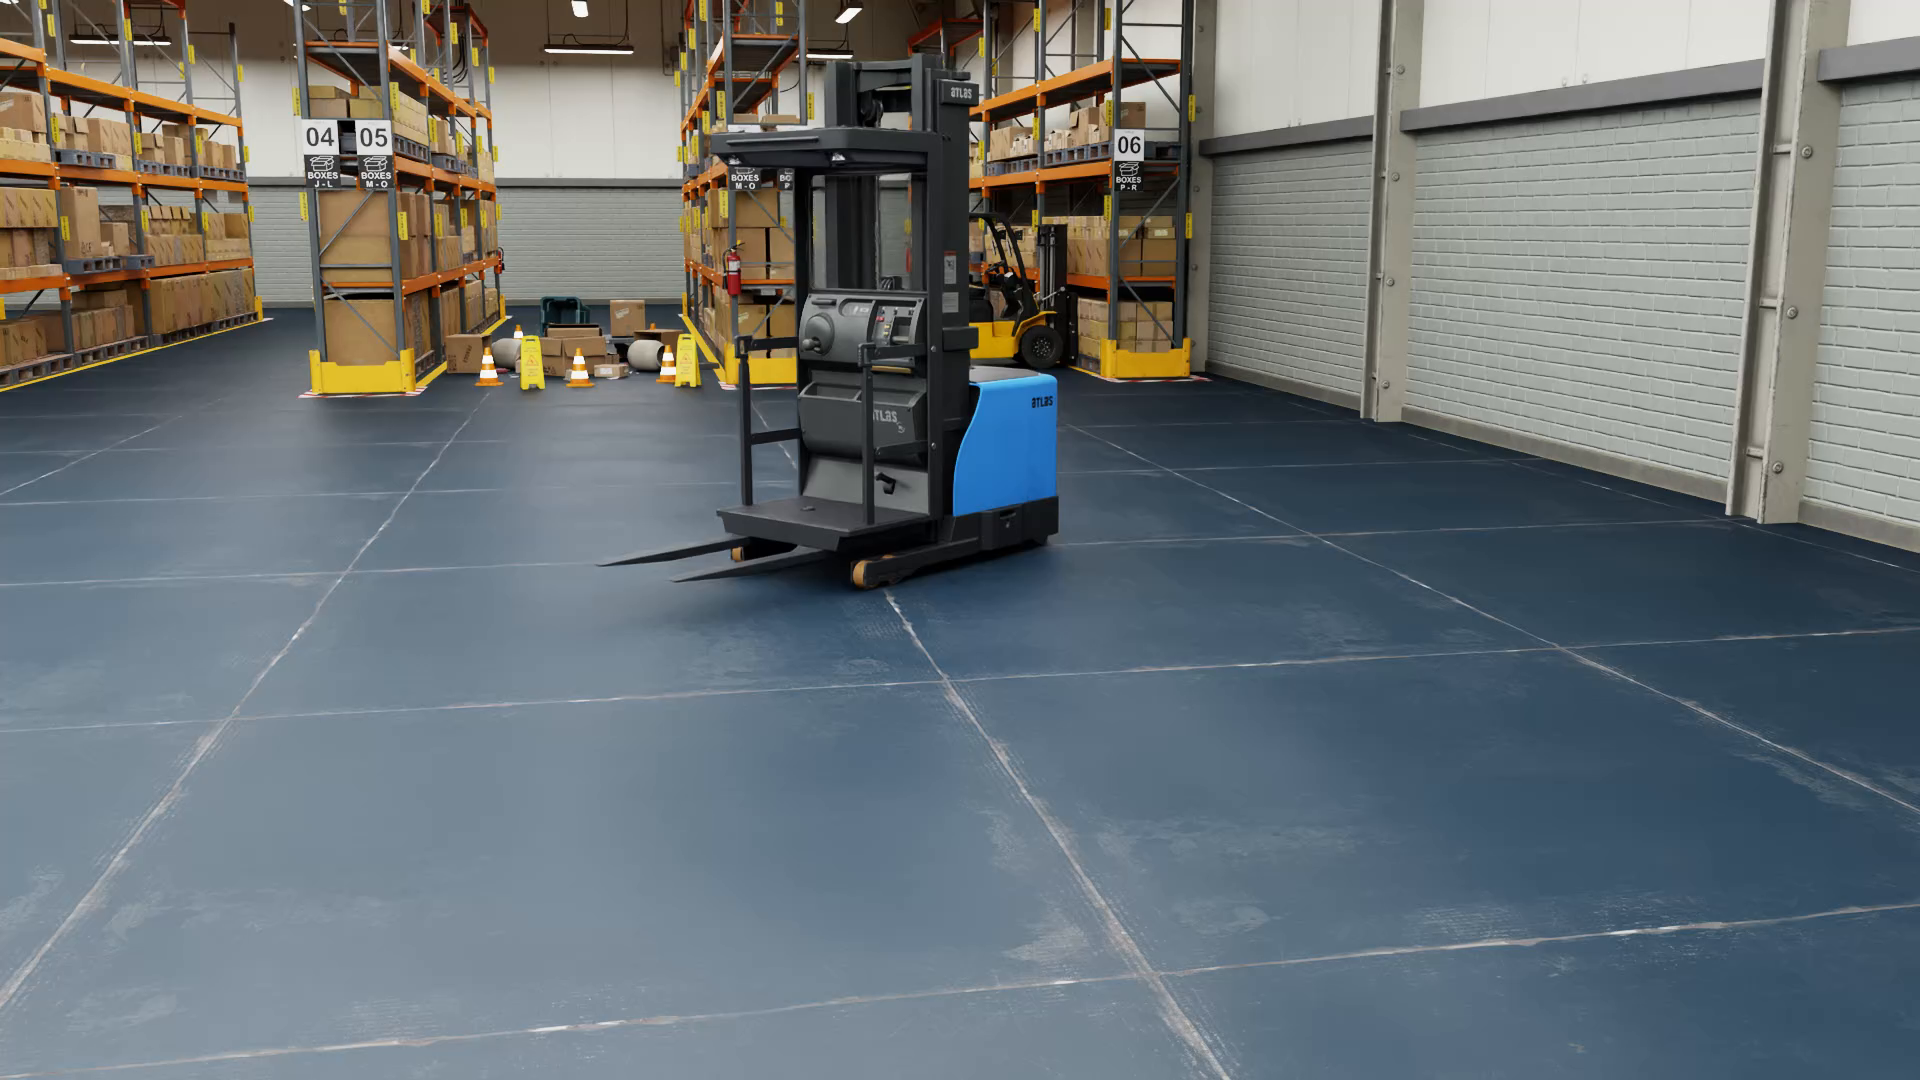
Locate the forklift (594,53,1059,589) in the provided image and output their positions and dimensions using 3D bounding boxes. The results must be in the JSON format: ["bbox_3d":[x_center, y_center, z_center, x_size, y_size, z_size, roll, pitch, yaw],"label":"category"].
[{"bbox_3d":[-0.713,-1.270,9.528,1.130,2.935,3.031,9,14,39],"label":"forklift"}]

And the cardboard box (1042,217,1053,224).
[{"bbox_3d":[1.461,-4.845,25.330,0.380,0.149,0.250,-2,11,-10],"label":"cardboard box"}]

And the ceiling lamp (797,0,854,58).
[{"bbox_3d":[-3.449,-12.822,38.386,2.000,3.185,0.800,-2,11,-11],"label":"ceiling lamp"}]

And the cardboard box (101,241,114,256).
[{"bbox_3d":[-13.087,-4.436,25.219,0.396,0.266,0.258,-2,11,-13],"label":"cardboard box"}]

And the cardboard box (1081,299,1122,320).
[{"bbox_3d":[1.968,-3.180,22.937,0.500,0.250,0.500,-2,11,-10],"label":"cardboard box"}]

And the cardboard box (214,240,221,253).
[{"bbox_3d":[-14.381,-5.585,31.624,0.500,0.250,0.500,-2,11,-11],"label":"cardboard box"}]

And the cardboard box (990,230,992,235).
[{"bbox_3d":[0.739,-5.383,28.956,0.380,0.149,0.250,-2,11,-10],"label":"cardboard box"}]

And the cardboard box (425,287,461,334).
[{"bbox_3d":[-8.761,-3.740,27.218,1.050,0.750,0.750,-2,11,-12],"label":"cardboard box"}]

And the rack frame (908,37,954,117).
[{"bbox_3d":[-0.644,-9.548,36.794,1.000,3.000,0.127,-2,11,-11],"label":"rack frame"}]

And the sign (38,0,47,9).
[{"bbox_3d":[-12.363,-7.320,22.377,0.100,0.325,0.005,-2,11,-11],"label":"sign"}]

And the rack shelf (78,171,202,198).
[{"bbox_3d":[-14.066,-6.079,28.515,1.077,0.370,4.000,-2,11,-11],"label":"rack shelf"}]

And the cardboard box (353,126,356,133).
[{"bbox_3d":[-7.879,-5.174,21.117,0.380,0.149,0.250,-2,11,-11],"label":"cardboard box"}]

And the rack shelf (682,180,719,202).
[{"bbox_3d":[-5.123,-7.173,34.263,1.077,0.370,4.000,-2,11,-11],"label":"rack shelf"}]

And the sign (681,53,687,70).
[{"bbox_3d":[-5.283,-9.154,31.803,0.100,0.325,0.005,-2,11,-11],"label":"sign"}]

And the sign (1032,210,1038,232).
[{"bbox_3d":[1.160,-4.908,25.578,0.100,0.325,0.005,-2,11,-11],"label":"sign"}]

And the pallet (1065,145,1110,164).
[{"bbox_3d":[2.116,-5.451,23.529,1.003,0.211,1.213,-2,11,-11],"label":"pallet"}]

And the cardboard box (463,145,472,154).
[{"bbox_3d":[-9.389,-7.391,31.482,0.380,0.149,0.250,-2,11,-12],"label":"cardboard box"}]

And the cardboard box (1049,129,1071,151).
[{"bbox_3d":[1.613,-5.924,24.623,0.500,0.311,0.500,-2,11,-10],"label":"cardboard box"}]

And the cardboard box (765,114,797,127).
[{"bbox_3d":[-2.269,-5.300,21.035,0.380,0.149,0.250,-2,11,-11],"label":"cardboard box"}]

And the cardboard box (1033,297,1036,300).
[{"bbox_3d":[1.578,-3.535,26.475,0.875,0.625,0.625,-2,11,-8],"label":"cardboard box"}]

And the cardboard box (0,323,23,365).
[{"bbox_3d":[-12.543,-2.546,21.614,0.500,0.500,0.500,-3,11,-16],"label":"cardboard box"}]

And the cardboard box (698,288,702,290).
[{"bbox_3d":[-5.099,-5.082,35.106,0.875,0.438,0.875,-2,11,-9],"label":"cardboard box"}]

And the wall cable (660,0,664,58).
[{"bbox_3d":[-8.412,-13.290,40.410,2.355,3.000,0.029,-2,11,-11],"label":"wall cable"}]

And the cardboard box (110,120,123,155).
[{"bbox_3d":[-13.228,-6.188,25.560,0.500,0.500,0.500,-2,11,-11],"label":"cardboard box"}]

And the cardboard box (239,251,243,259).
[{"bbox_3d":[-14.692,-5.743,33.519,0.380,0.149,0.250,-2,11,-10],"label":"cardboard box"}]

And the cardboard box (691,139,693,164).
[{"bbox_3d":[-4.583,-6.994,30.008,0.500,0.500,0.500,-2,11,-10],"label":"cardboard box"}]

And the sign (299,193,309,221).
[{"bbox_3d":[-7.771,-3.955,19.721,0.100,0.325,0.005,-2,11,-11],"label":"sign"}]

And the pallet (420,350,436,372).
[{"bbox_3d":[-7.942,-2.508,23.310,1.003,0.211,1.213,-2,11,-11],"label":"pallet"}]

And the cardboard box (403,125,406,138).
[{"bbox_3d":[-7.136,-5.106,20.759,0.380,0.149,0.250,-2,11,-11],"label":"cardboard box"}]

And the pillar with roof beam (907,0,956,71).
[{"bbox_3d":[-4.507,-9.919,38.742,9.100,9.000,0.548,-2,11,-11],"label":"pillar with roof beam"}]

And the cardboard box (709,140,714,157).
[{"bbox_3d":[-3.361,-5.674,24.069,0.500,0.250,0.500,-2,11,-12],"label":"cardboard box"}]

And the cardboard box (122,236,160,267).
[{"bbox_3d":[-13.504,-4.740,27.312,0.500,0.500,0.500,-2,11,-9],"label":"cardboard box"}]

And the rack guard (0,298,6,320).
[{"bbox_3d":[-20.108,-4.655,33.818,1.175,0.500,0.348,-2,11,-11],"label":"rack guard"}]

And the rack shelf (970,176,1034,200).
[{"bbox_3d":[0.523,-6.621,31.360,1.077,0.370,4.000,-2,11,-11],"label":"rack shelf"}]

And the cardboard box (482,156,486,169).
[{"bbox_3d":[-9.604,-7.414,32.670,0.500,0.250,0.500,-2,11,-10],"label":"cardboard box"}]

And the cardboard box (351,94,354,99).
[{"bbox_3d":[-7.881,-5.567,21.047,0.380,0.149,0.250,-2,11,-12],"label":"cardboard box"}]

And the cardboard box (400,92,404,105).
[{"bbox_3d":[-7.135,-5.496,20.676,0.380,0.149,0.250,-2,11,-10],"label":"cardboard box"}]

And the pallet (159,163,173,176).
[{"bbox_3d":[-14.074,-6.294,28.225,1.003,0.211,1.213,-2,11,-8],"label":"pallet"}]

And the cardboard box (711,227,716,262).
[{"bbox_3d":[-3.366,-4.323,24.325,0.500,0.500,0.500,-2,11,-11],"label":"cardboard box"}]

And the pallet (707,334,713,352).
[{"bbox_3d":[-3.571,-3.216,27.028,1.003,0.211,1.213,-2,11,-11],"label":"pallet"}]

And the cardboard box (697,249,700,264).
[{"bbox_3d":[-4.424,-5.055,29.635,0.500,0.250,0.500,-2,11,-10],"label":"cardboard box"}]

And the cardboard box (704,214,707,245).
[{"bbox_3d":[-3.987,-5.168,27.639,0.500,0.500,0.500,-2,11,-8],"label":"cardboard box"}]

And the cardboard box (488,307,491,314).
[{"bbox_3d":[-9.617,-4.608,33.387,0.380,0.149,0.250,-2,11,-13],"label":"cardboard box"}]

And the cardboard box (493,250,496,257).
[{"bbox_3d":[-10.007,-6.048,35.123,0.380,0.149,0.250,-2,11,-11],"label":"cardboard box"}]

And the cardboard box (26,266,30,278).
[{"bbox_3d":[-12.462,-3.520,21.838,0.380,0.149,0.250,-2,11,-11],"label":"cardboard box"}]

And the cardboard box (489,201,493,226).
[{"bbox_3d":[-9.806,-6.645,33.848,0.500,0.500,0.500,-2,11,-8],"label":"cardboard box"}]

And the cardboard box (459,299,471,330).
[{"bbox_3d":[-8.679,-3.871,28.576,0.500,0.500,0.500,-3,11,-13],"label":"cardboard box"}]

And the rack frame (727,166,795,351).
[{"bbox_3d":[-2.400,-3.485,20.985,1.000,3.000,0.127,-2,11,-11],"label":"rack frame"}]

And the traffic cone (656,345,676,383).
[{"bbox_3d":[-3.749,-2.271,21.390,0.336,0.463,0.334,-2,11,-11],"label":"traffic cone"}]

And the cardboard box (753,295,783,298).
[{"bbox_3d":[-2.799,-3.344,24.469,0.500,0.500,0.500,-2,11,-12],"label":"cardboard box"}]

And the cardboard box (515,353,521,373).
[{"bbox_3d":[-5.873,-2.429,22.748,0.396,0.266,0.258,0,11,-1],"label":"cardboard box"}]
